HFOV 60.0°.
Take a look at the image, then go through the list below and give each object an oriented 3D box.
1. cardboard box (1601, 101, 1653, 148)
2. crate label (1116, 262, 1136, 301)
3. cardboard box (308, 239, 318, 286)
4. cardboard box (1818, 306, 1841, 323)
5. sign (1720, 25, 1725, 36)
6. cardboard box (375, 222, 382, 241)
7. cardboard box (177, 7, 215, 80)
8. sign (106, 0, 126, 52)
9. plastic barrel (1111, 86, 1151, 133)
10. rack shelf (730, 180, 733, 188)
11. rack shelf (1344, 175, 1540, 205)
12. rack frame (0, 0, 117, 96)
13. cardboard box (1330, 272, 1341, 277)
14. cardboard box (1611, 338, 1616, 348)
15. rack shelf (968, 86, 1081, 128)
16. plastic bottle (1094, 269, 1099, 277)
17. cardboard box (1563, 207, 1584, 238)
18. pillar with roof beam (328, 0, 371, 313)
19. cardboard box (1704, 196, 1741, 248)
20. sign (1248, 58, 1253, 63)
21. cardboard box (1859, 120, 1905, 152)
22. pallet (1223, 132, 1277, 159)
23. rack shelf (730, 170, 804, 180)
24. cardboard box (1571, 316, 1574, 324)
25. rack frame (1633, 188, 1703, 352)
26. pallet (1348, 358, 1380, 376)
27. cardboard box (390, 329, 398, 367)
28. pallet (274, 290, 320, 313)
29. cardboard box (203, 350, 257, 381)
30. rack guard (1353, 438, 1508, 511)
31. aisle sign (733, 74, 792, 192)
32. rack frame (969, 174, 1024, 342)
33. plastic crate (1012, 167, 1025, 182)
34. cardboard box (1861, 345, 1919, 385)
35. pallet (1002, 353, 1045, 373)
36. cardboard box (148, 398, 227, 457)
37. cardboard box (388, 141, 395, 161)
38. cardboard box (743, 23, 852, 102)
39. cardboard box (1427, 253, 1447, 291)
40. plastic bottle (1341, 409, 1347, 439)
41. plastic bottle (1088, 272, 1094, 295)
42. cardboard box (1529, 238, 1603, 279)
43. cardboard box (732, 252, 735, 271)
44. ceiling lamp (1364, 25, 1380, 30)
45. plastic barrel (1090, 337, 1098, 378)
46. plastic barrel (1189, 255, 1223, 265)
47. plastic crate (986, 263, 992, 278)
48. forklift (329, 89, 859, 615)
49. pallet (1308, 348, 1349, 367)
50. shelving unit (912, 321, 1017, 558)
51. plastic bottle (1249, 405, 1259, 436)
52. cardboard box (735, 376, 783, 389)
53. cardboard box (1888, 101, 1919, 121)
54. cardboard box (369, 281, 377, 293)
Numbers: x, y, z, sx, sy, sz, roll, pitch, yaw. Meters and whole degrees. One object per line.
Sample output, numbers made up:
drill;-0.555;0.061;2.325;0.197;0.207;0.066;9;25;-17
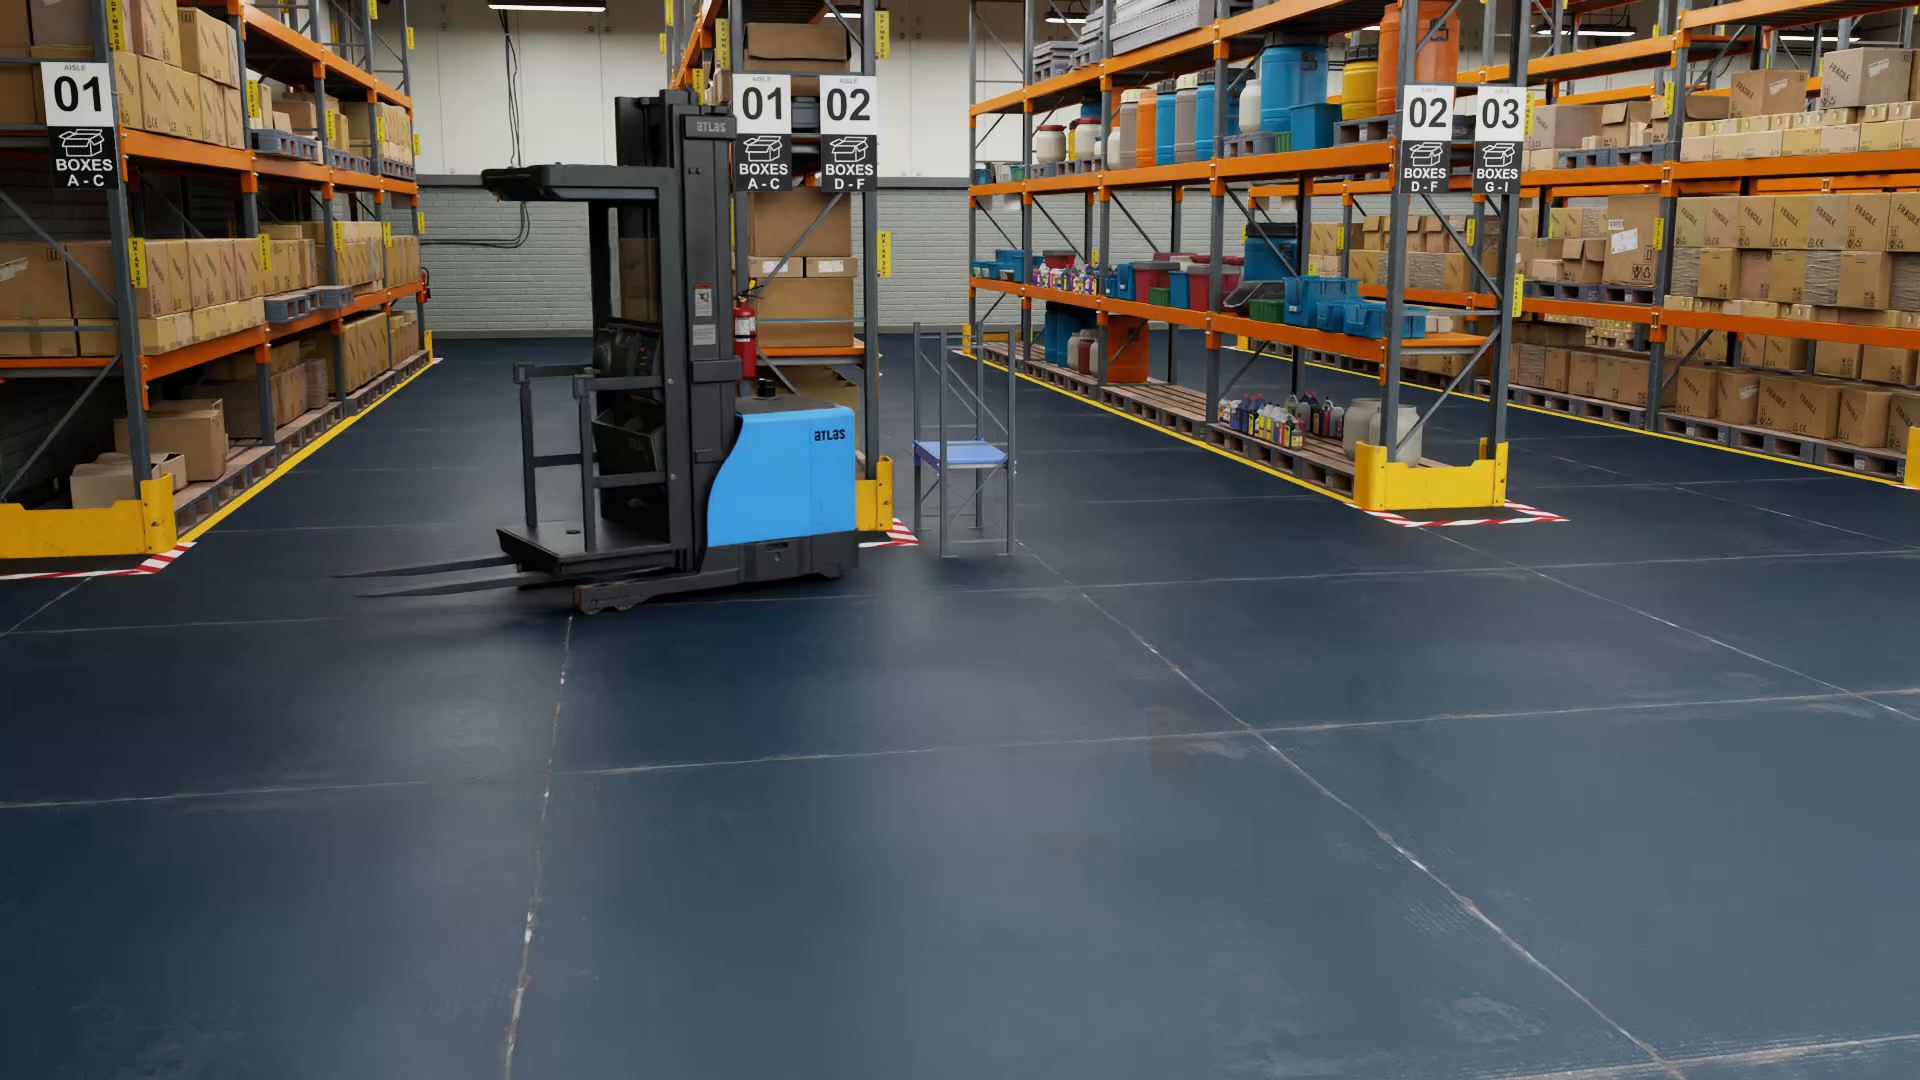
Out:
cardboard box;7.672;-4.646;18.664;0.797;0.503;0.637;-2;11;-9
crate label;2.142;-3.032;19.510;0.502;0.435;0.616;-2;11;-11
cardboard box;-7.403;-3.026;18.128;0.700;0.500;0.500;-3;11;-18
cardboard box;8.111;-2.070;15.219;0.380;0.149;0.250;-2;11;-11
sign;11.722;-7.787;25.621;0.100;0.325;0.005;-2;11;-11
cardboard box;-7.940;-4.077;21.973;0.500;0.250;0.500;-2;11;-10
cardboard box;-6.134;-3.859;12.931;0.500;0.500;0.500;-3;11;-13
sign;-5.416;-3.302;10.662;0.100;0.325;0.005;-2;11;-11
plastic barrel;2.106;-5.202;20.710;0.600;0.830;0.708;-2;11;-11
rack shelf;-3.035;-4.514;21.293;1.077;0.370;4.000;-2;11;-11
rack shelf;6.683;-4.874;23.182;1.077;0.370;4.000;-2;11;-11
rack frame;-5.948;-4.326;10.359;1.000;3.000;0.127;-2;11;-11
cardboard box;5.914;-4.041;25.577;0.380;0.149;0.250;-2;11;-11
cardboard box;10.800;-3.198;26.979;0.380;0.149;0.250;-2;11;-9
rack shelf;1.047;-6.704;25.847;1.077;0.370;4.000;-2;11;-11
plastic bottle;1.906;-3.624;23.061;0.097;0.271;0.097;0;11;0
cardboard box;10.514;-5.328;27.933;0.500;0.500;0.500;-2;11;-13
pillar with roof beam;-6.211;-7.881;29.036;9.100;9.000;0.548;-2;11;-11
cardboard box;7.787;-3.156;16.519;0.500;0.500;0.500;-2;11;-11
sign;4.971;-8.319;28.414;0.100;0.325;0.005;-2;11;-11
cardboard box;8.185;-3.490;14.390;0.500;0.250;0.500;-2;11;-11
pallet;3.228;-3.725;15.728;1.213;0.211;1.003;-2;11;-11
rack shelf;-2.257;-3.781;17.439;1.077;0.370;4.000;-2;11;-11
cardboard box;10.588;-3.722;28.141;0.380;0.149;0.250;-2;11;-11
rack frame;11.179;-4.282;26.173;1.000;3.000;0.127;-2;11;-11
pallet;6.518;-2.612;24.854;1.003;0.211;1.213;-2;11;-11
cardboard box;-8.327;-2.699;23.418;0.700;0.500;0.500;-2;11;-10
pallet;-7.079;-2.391;16.747;1.003;0.211;1.213;-2;11;-11
cardboard box;-6.975;-1.684;16.027;0.500;0.250;0.500;-2;11;-12
rack guard;3.709;-0.524;13.111;1.175;0.500;0.348;-2;11;-11
aisle sign;-1.365;-2.814;11.508;0.394;0.787;0.004;-2;11;-11
rack frame;0.658;-4.674;28.231;1.000;3.000;0.127;-2;11;-11
plastic crate;1.057;-5.376;24.466;0.450;0.188;0.662;-2;11;-11
cardboard box;12.161;-2.375;21.044;1.050;0.750;0.750;-2;11;-10
pallet;1.255;-2.704;25.338;1.003;0.211;1.213;-2;11;-11
cardboard box;-6.485;-0.912;13.975;0.500;0.500;0.500;-3;11;-15
cardboard box;-8.243;-5.466;23.378;0.500;0.250;0.500;-2;11;-12
cardboard box;-1.197;-3.465;12.082;0.797;0.503;0.637;-1;11;-7
cardboard box;6.642;-3.609;22.369;0.500;0.500;0.500;-2;11;-12
plastic bottle;3.597;-1.078;15.456;0.097;0.271;0.097;0;11;0
plastic bottle;1.672;-3.250;21.063;0.061;0.283;0.133;-2;11;-11
cardboard box;7.423;-3.446;20.388;0.700;0.500;0.500;0;11;-3
cardboard box;-1.701;-2.321;13.867;0.380;0.149;0.250;-2;11;-11
ceiling lamp;7.481;-11.253;31.141;2.000;3.185;0.800;-2;11;-11
plastic barrel;1.904;-2.380;21.710;0.421;0.512;0.421;0;11;0
plastic barrel;2.794;-2.937;18.742;0.433;0.535;0.433;0;11;0
plastic crate;0.639;-4.322;26.671;0.416;0.233;0.300;-2;11;-11
forklift;-2.147;-1.127;9.779;3.031;2.935;1.130;-7;13;-33
pallet;6.223;-2.893;26.331;1.003;0.211;1.213;-2;11;-11
shelving unit;0.017;-0.721;11.474;0.538;1.500;1.048;-2;11;-11
plastic bottle;2.770;-1.125;15.674;0.061;0.283;0.133;-2;11;-8
cardboard box;-1.695;-1.054;13.439;0.500;0.500;0.500;-2;11;-11
cardboard box;8.172;-3.653;14.180;0.380;0.149;0.250;-3;11;-13
cardboard box;-7.751;-3.274;21.493;0.380;0.149;0.250;-2;11;-11
